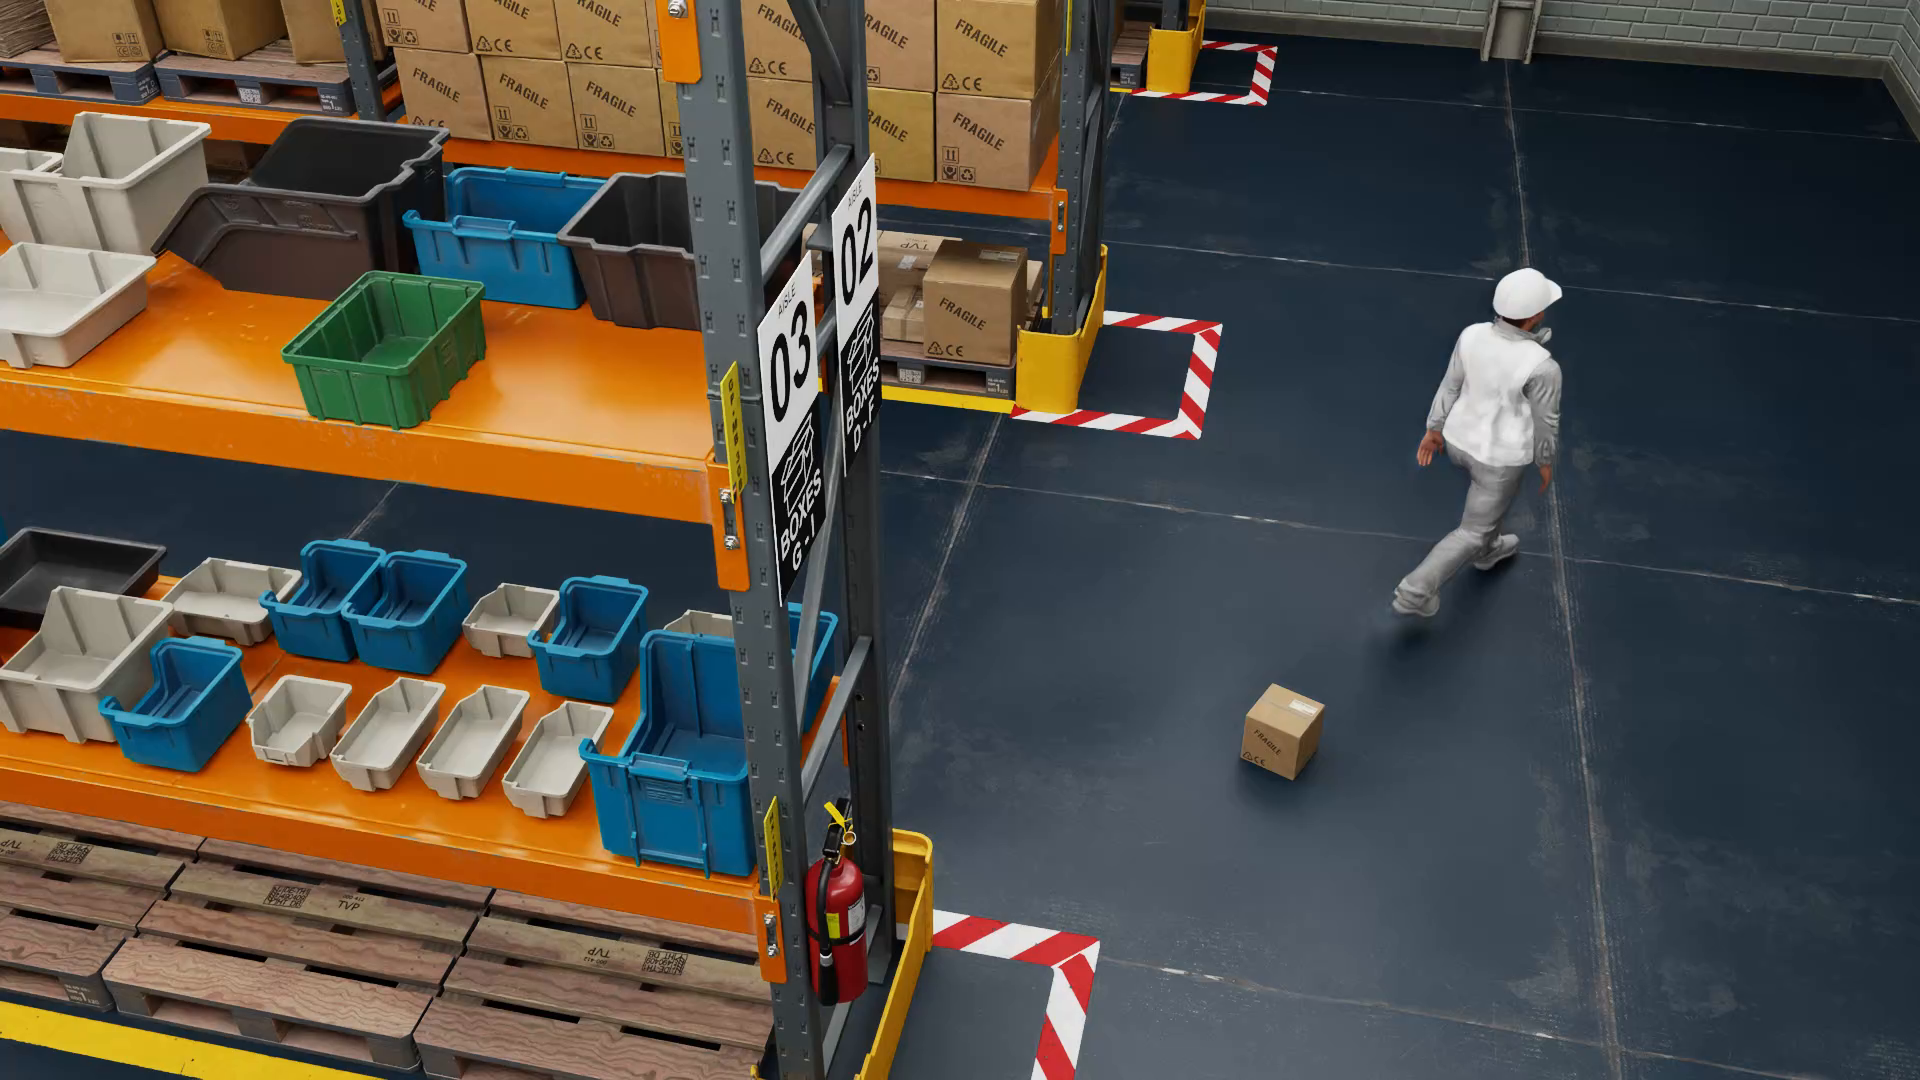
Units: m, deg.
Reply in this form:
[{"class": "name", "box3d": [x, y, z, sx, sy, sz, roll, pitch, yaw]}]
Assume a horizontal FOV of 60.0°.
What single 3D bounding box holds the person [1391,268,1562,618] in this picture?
[{"class": "person", "box3d": [2.411, -0.437, 7.546, 1.026, 1.727, 0.552, -20, 41, -25]}]
